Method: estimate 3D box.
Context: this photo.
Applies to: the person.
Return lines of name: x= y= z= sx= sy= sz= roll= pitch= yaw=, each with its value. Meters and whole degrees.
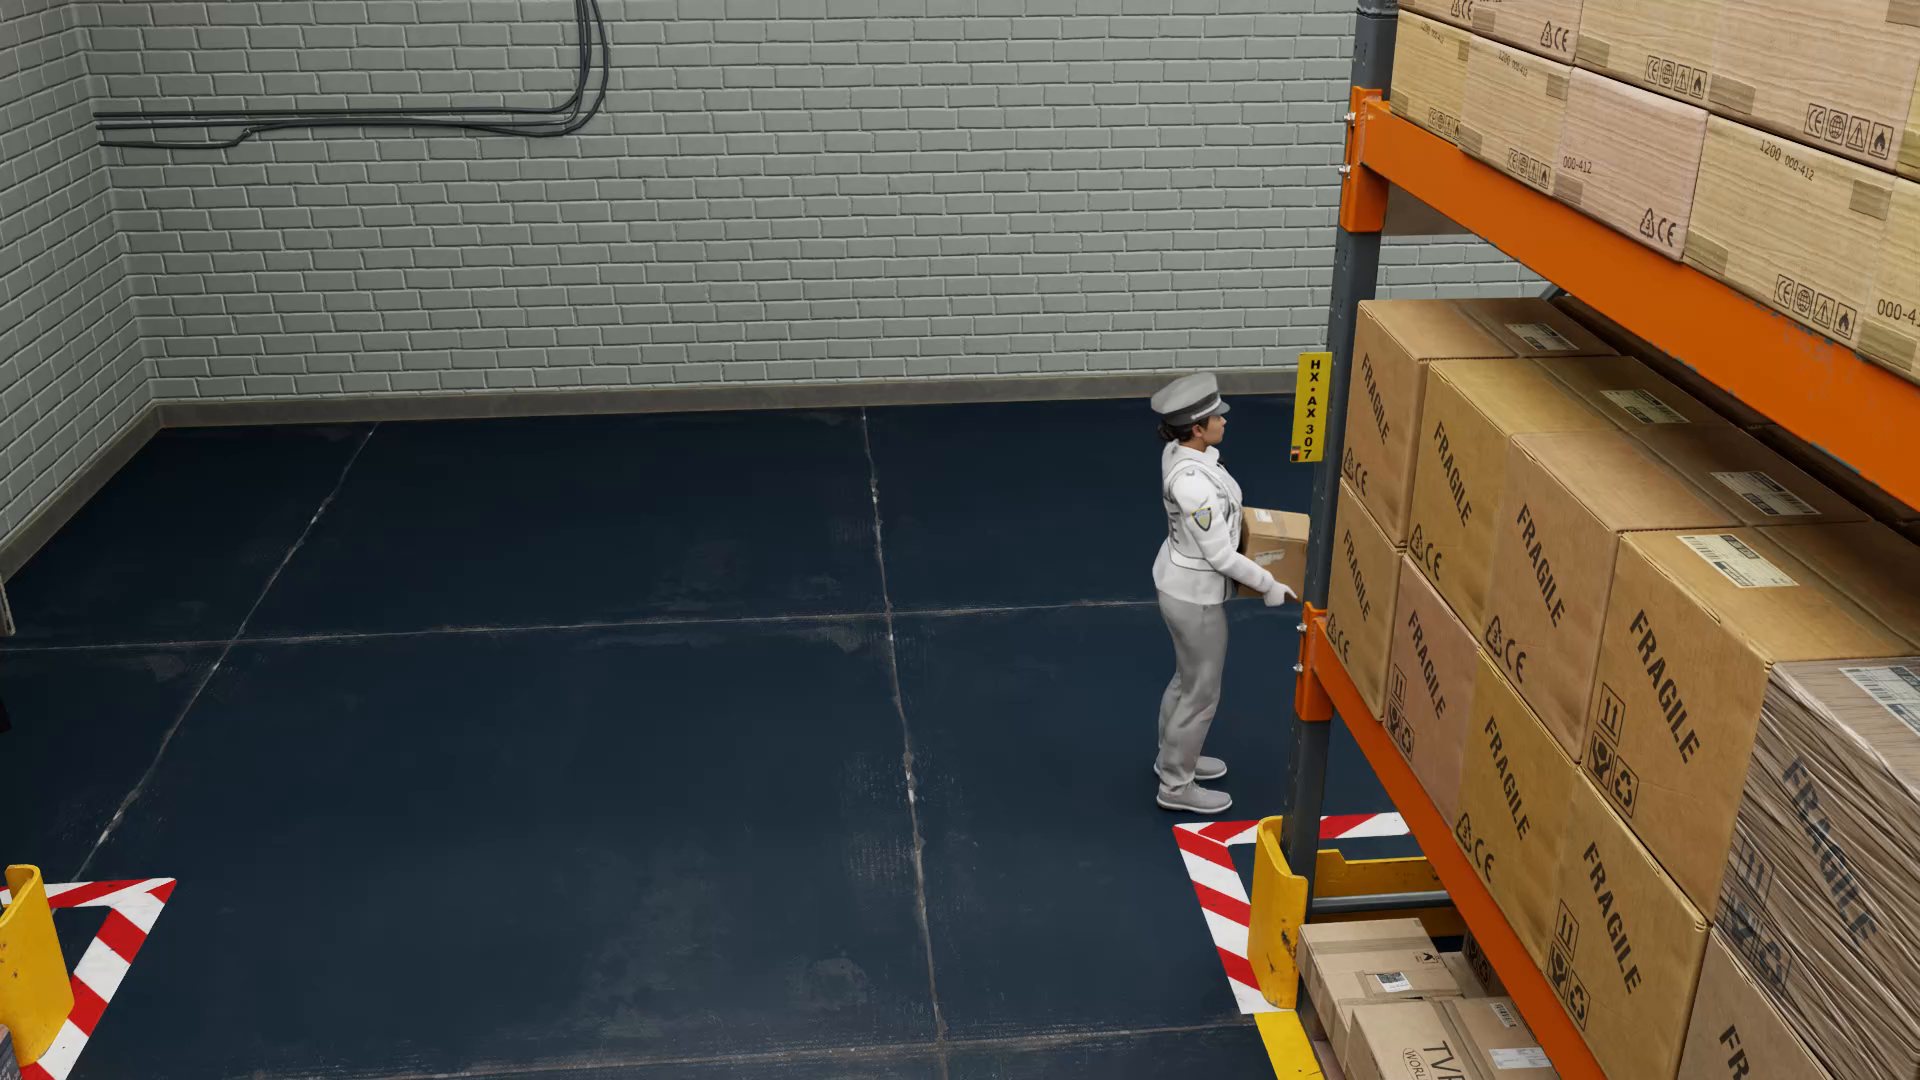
person: x=0.943 y=0.202 z=6.119 sx=0.543 sy=1.688 sz=0.459 roll=1 pitch=24 yaw=2
